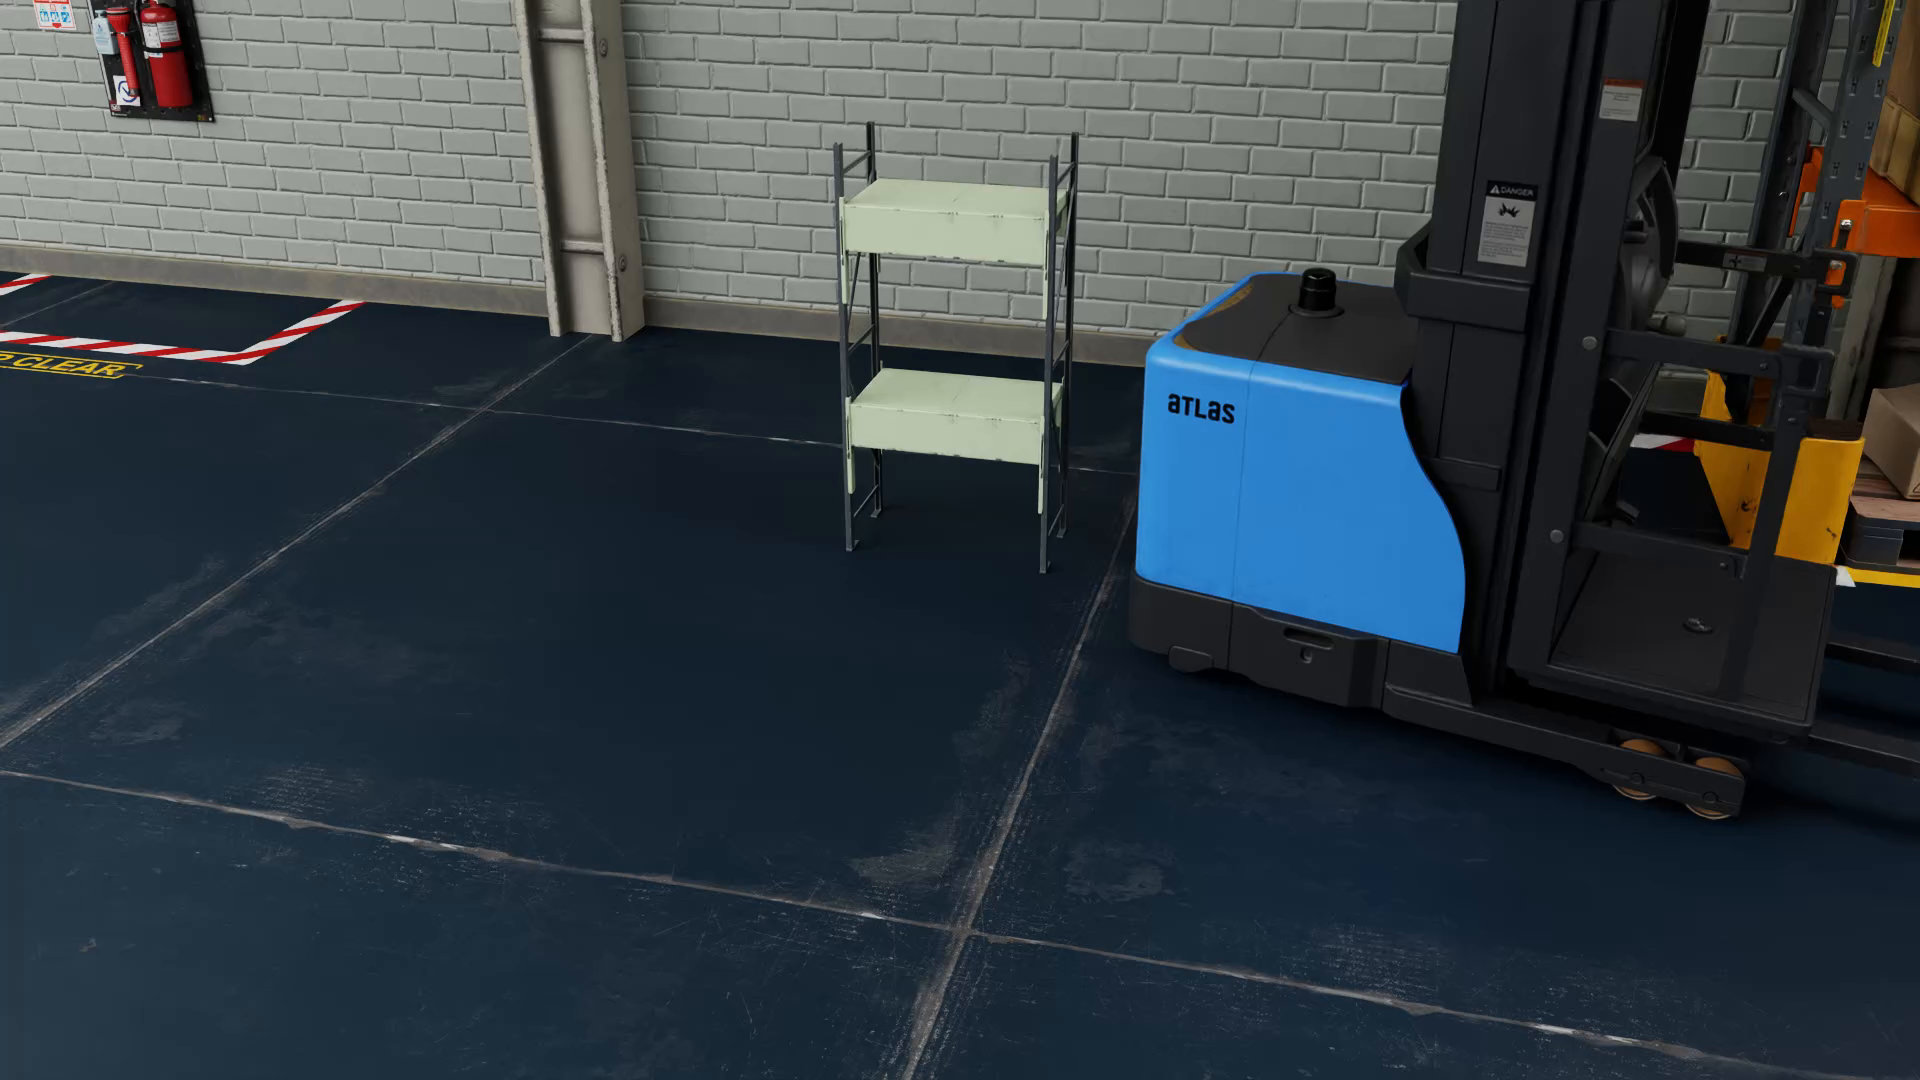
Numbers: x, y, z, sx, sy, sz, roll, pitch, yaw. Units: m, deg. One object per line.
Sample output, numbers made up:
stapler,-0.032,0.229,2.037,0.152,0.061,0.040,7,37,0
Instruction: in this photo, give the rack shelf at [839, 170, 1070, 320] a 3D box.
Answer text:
rack shelf,-0.006,-1.030,5.761,0.720,0.370,0.431,6,26,13

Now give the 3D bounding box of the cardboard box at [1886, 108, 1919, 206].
cardboard box,3.464,-1.263,5.564,0.500,0.250,0.500,6,26,11

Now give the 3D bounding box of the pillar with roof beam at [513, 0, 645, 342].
pillar with roof beam,-2.920,-3.350,2.817,0.400,9.000,9.100,6,26,13

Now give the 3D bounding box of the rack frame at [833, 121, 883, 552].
rack frame,-0.361,-0.717,6.011,0.023,1.500,0.400,6,26,13

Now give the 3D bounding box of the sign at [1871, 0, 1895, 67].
sign,2.935,-1.671,5.263,0.005,0.325,0.100,6,26,13

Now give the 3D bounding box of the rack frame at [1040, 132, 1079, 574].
rack frame,0.348,-0.639,5.847,0.023,1.500,0.400,6,26,13

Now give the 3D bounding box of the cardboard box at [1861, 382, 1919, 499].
cardboard box,3.718,-0.379,6.172,0.500,0.311,0.500,3,26,7

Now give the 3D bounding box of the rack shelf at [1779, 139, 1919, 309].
rack shelf,5.007,-0.967,5.628,4.000,0.370,1.077,6,26,13

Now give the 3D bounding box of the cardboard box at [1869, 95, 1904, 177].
cardboard box,3.571,-1.478,6.016,0.500,0.250,0.500,7,26,14

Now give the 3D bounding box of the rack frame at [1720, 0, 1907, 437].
rack frame,3.070,-1.506,5.923,0.127,3.000,1.000,6,26,13

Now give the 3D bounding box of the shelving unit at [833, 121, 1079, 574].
shelving unit,-0.006,-0.678,5.929,0.755,1.500,0.431,6,26,13

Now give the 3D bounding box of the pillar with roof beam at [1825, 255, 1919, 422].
pillar with roof beam,2.891,-2.707,1.468,0.400,9.000,9.100,6,26,13

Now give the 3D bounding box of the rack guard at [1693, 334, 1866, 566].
rack guard,3.144,-0.369,6.444,0.348,0.500,1.175,6,26,13

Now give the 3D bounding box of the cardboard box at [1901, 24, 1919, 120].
cardboard box,3.458,-1.609,5.420,0.500,0.500,0.500,6,26,13

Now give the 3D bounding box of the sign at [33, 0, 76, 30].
sign,-4.741,-2.832,8.667,0.234,0.329,0.001,6,26,13

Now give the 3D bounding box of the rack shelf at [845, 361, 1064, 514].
rack shelf,-0.006,-0.384,6.069,0.720,0.370,0.431,6,26,13

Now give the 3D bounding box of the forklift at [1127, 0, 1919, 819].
forklift,2.087,-0.809,4.540,3.031,2.935,1.130,13,29,26

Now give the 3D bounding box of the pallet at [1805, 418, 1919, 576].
pallet,3.922,-0.137,6.292,1.213,0.211,1.003,6,26,13

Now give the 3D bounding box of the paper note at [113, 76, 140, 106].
paper note,-4.386,-2.364,8.750,0.142,0.148,0.016,6,26,13

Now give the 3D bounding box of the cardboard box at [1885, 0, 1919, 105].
cardboard box,3.580,-1.824,5.870,0.500,0.500,0.500,6,26,12

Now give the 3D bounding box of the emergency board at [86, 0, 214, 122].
emergency board,-4.231,-2.714,8.461,0.643,1.169,0.194,6,26,13
